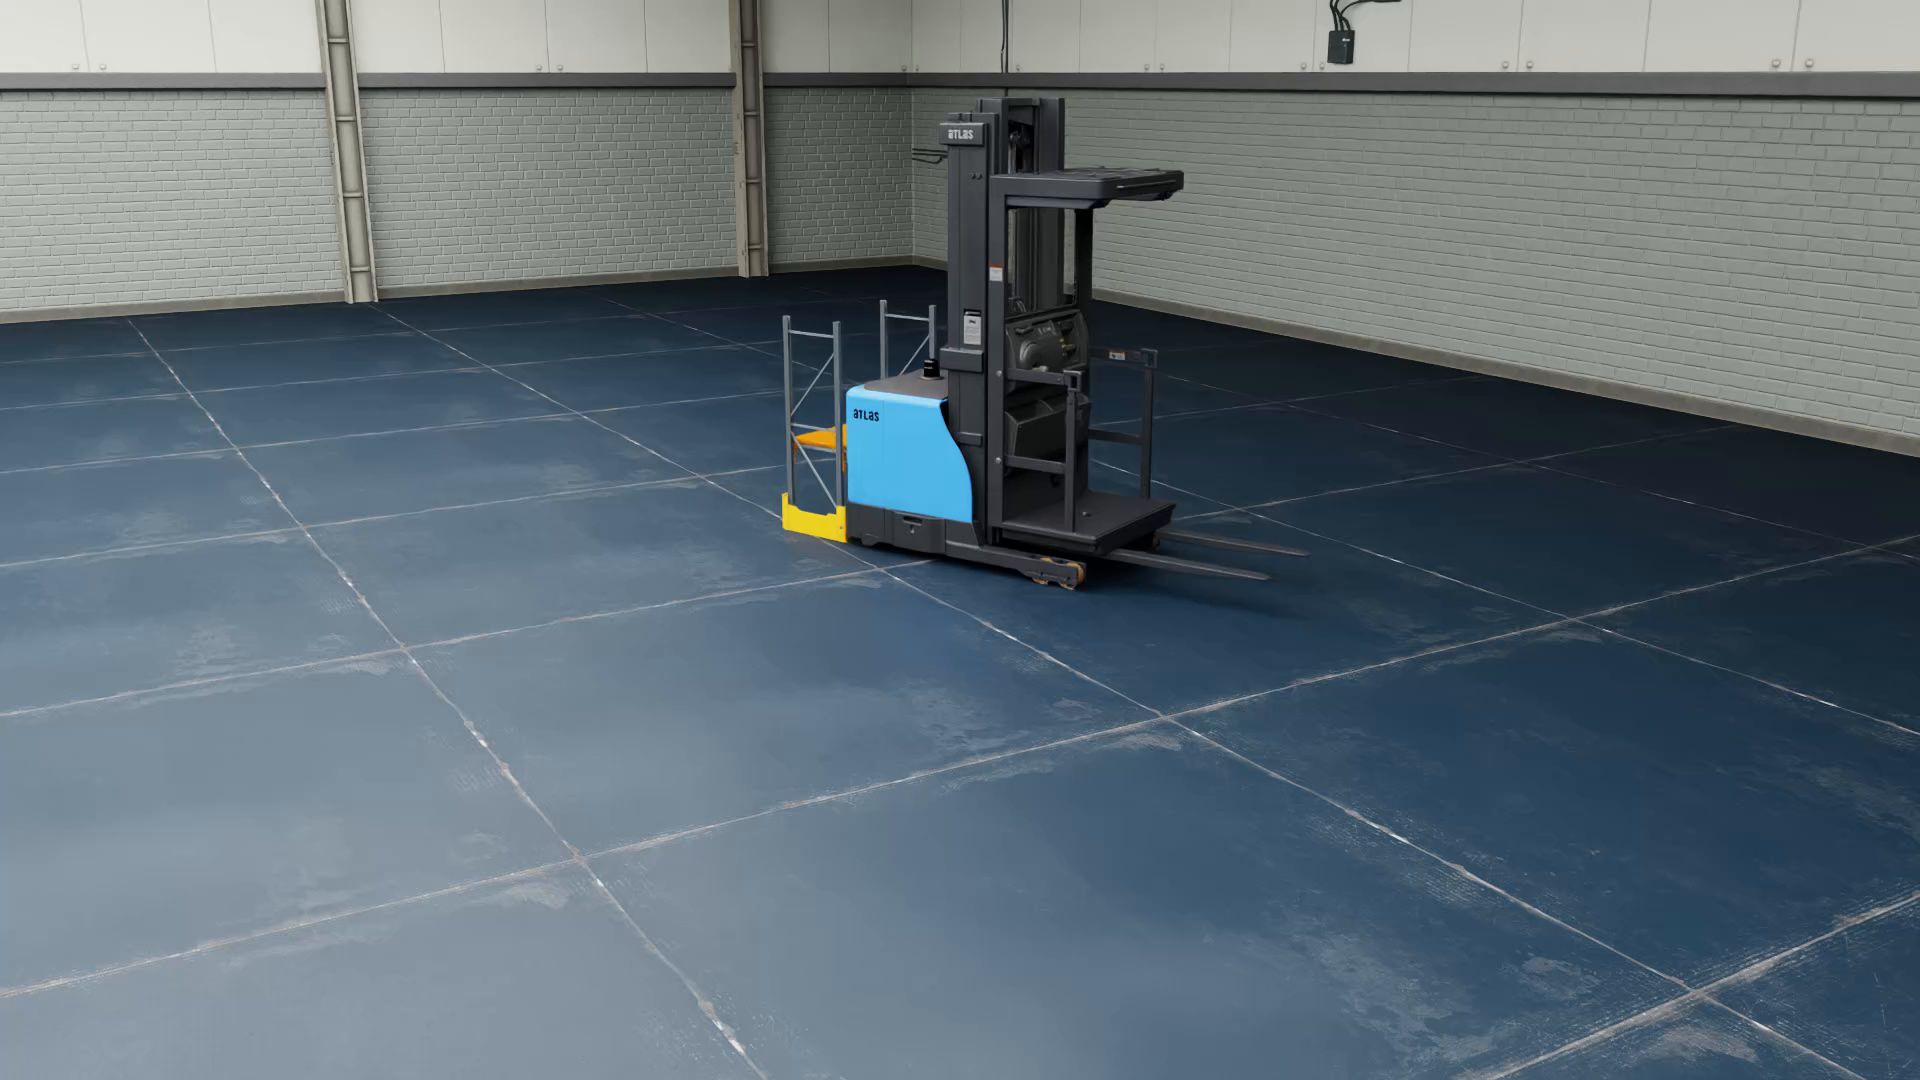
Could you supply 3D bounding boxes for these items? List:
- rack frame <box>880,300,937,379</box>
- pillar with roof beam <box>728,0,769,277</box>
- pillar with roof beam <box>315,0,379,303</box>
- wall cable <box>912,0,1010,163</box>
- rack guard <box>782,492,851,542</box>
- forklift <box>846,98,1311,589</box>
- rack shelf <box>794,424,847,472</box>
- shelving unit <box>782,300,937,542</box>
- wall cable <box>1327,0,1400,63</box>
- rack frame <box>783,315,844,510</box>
[{"bbox_3d":[-0.373,-0.978,12.121,0.500,1.500,0.032,12,20,36],"label":"rack frame"},{"bbox_3d":[-1.055,-7.528,21.593,0.400,9.000,9.100,-9,18,-30],"label":"pillar with roof beam"},{"bbox_3d":[-6.198,-6.694,18.618,0.400,9.000,9.100,-9,18,-30],"label":"pillar with roof beam"},{"bbox_3d":[-0.066,-7.132,25.935,0.112,2.526,3.097,-9,18,-30],"label":"wall cable"},{"bbox_3d":[-0.995,-0.160,11.516,0.587,0.250,0.087,12,20,36],"label":"rack guard"},{"bbox_3d":[0.734,-1.268,10.503,3.031,2.935,1.130,10,19,33],"label":"forklift"},{"bbox_3d":[-0.684,-0.697,11.782,0.538,0.185,1.000,12,20,36],"label":"rack shelf"},{"bbox_3d":[-0.690,-0.868,11.727,0.587,1.500,1.083,12,20,36],"label":"shelving unit"},{"bbox_3d":[4.810,-8.067,17.213,0.169,6.003,2.305,-9,18,-30],"label":"wall cable"},{"bbox_3d":[-0.995,-0.761,11.347,0.500,1.500,0.032,12,20,36],"label":"rack frame"}]
